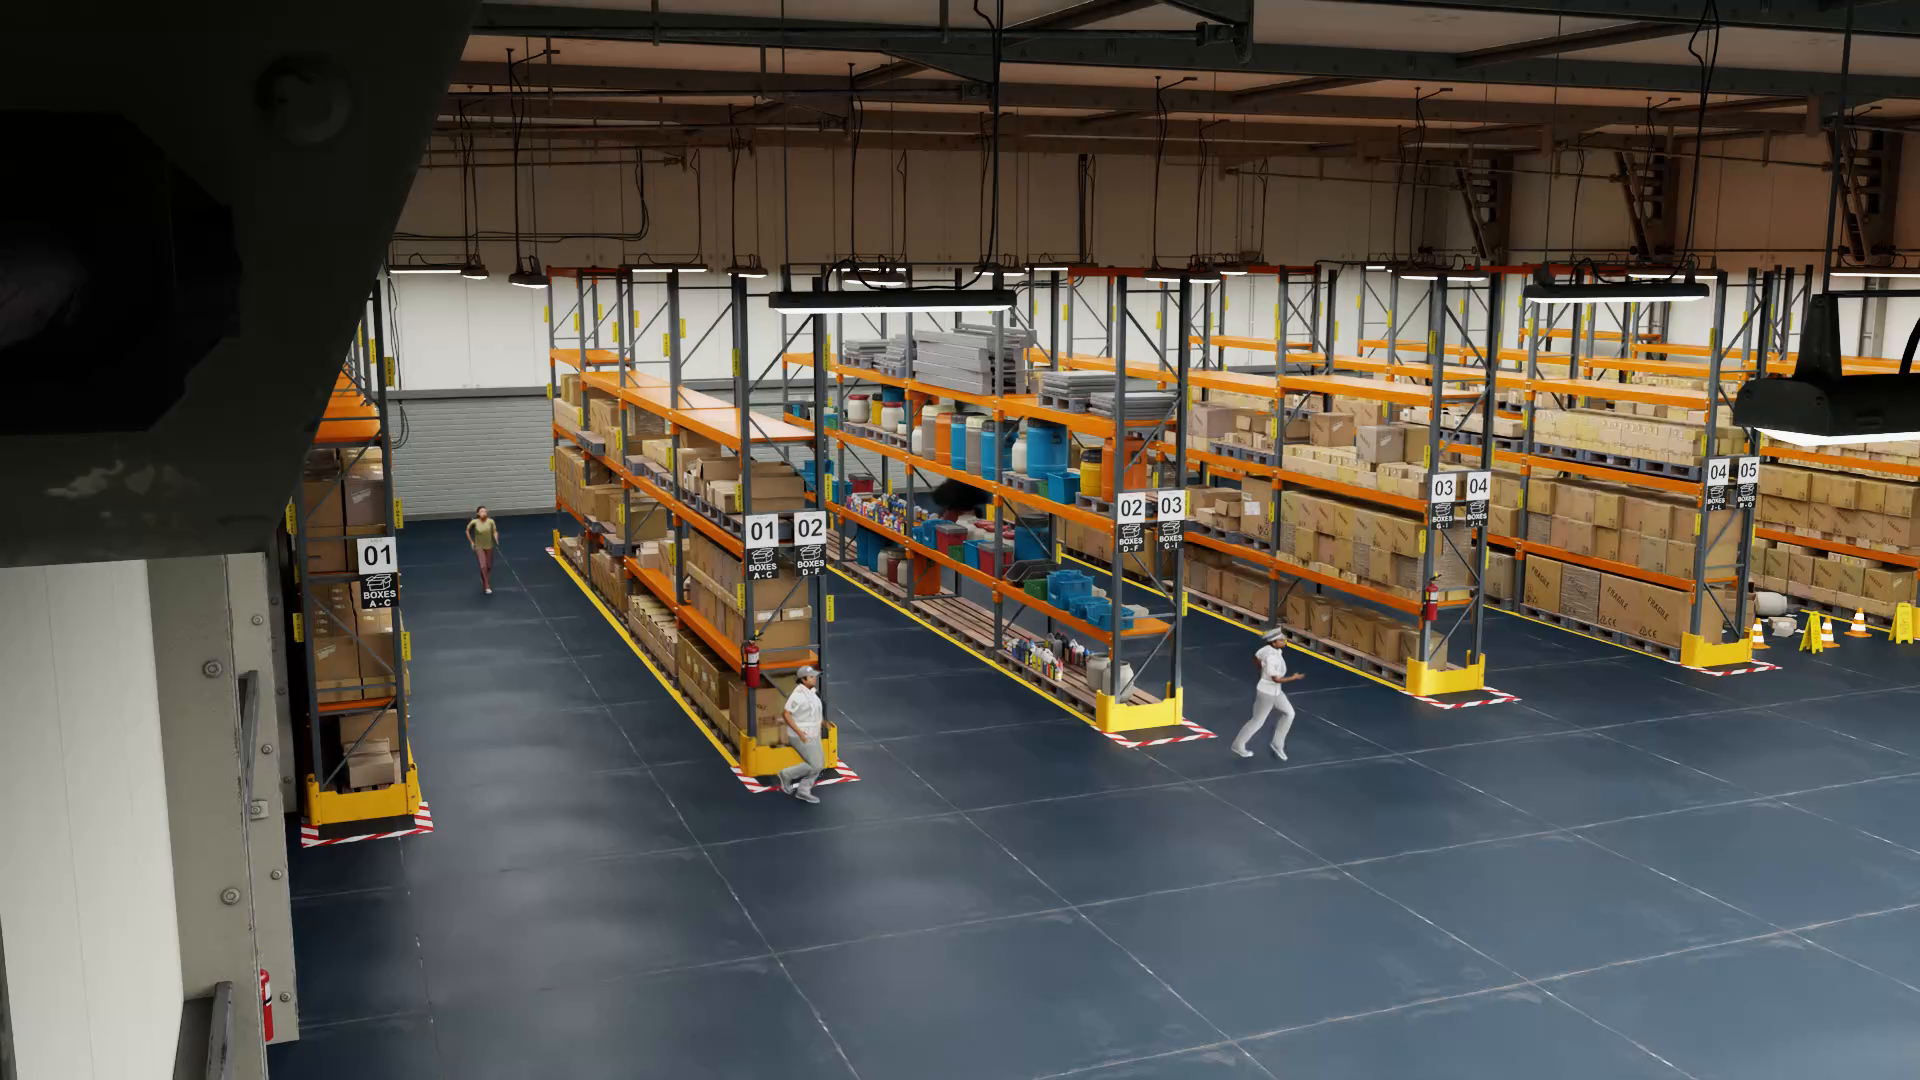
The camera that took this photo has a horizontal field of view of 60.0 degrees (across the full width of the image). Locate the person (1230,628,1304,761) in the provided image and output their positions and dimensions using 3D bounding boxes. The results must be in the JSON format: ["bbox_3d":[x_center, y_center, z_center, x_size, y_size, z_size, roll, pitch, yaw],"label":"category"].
[{"bbox_3d":[3.849,1.924,20.782,0.875,1.733,0.588,3,10,15],"label":"person"}]

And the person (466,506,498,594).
[{"bbox_3d":[-8.940,0.150,31.122,0.564,1.645,0.812,-5,11,-29],"label":"person"}]

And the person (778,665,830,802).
[{"bbox_3d":[-1.804,2.242,19.222,0.563,1.624,0.620,2,10,13],"label":"person"}]
